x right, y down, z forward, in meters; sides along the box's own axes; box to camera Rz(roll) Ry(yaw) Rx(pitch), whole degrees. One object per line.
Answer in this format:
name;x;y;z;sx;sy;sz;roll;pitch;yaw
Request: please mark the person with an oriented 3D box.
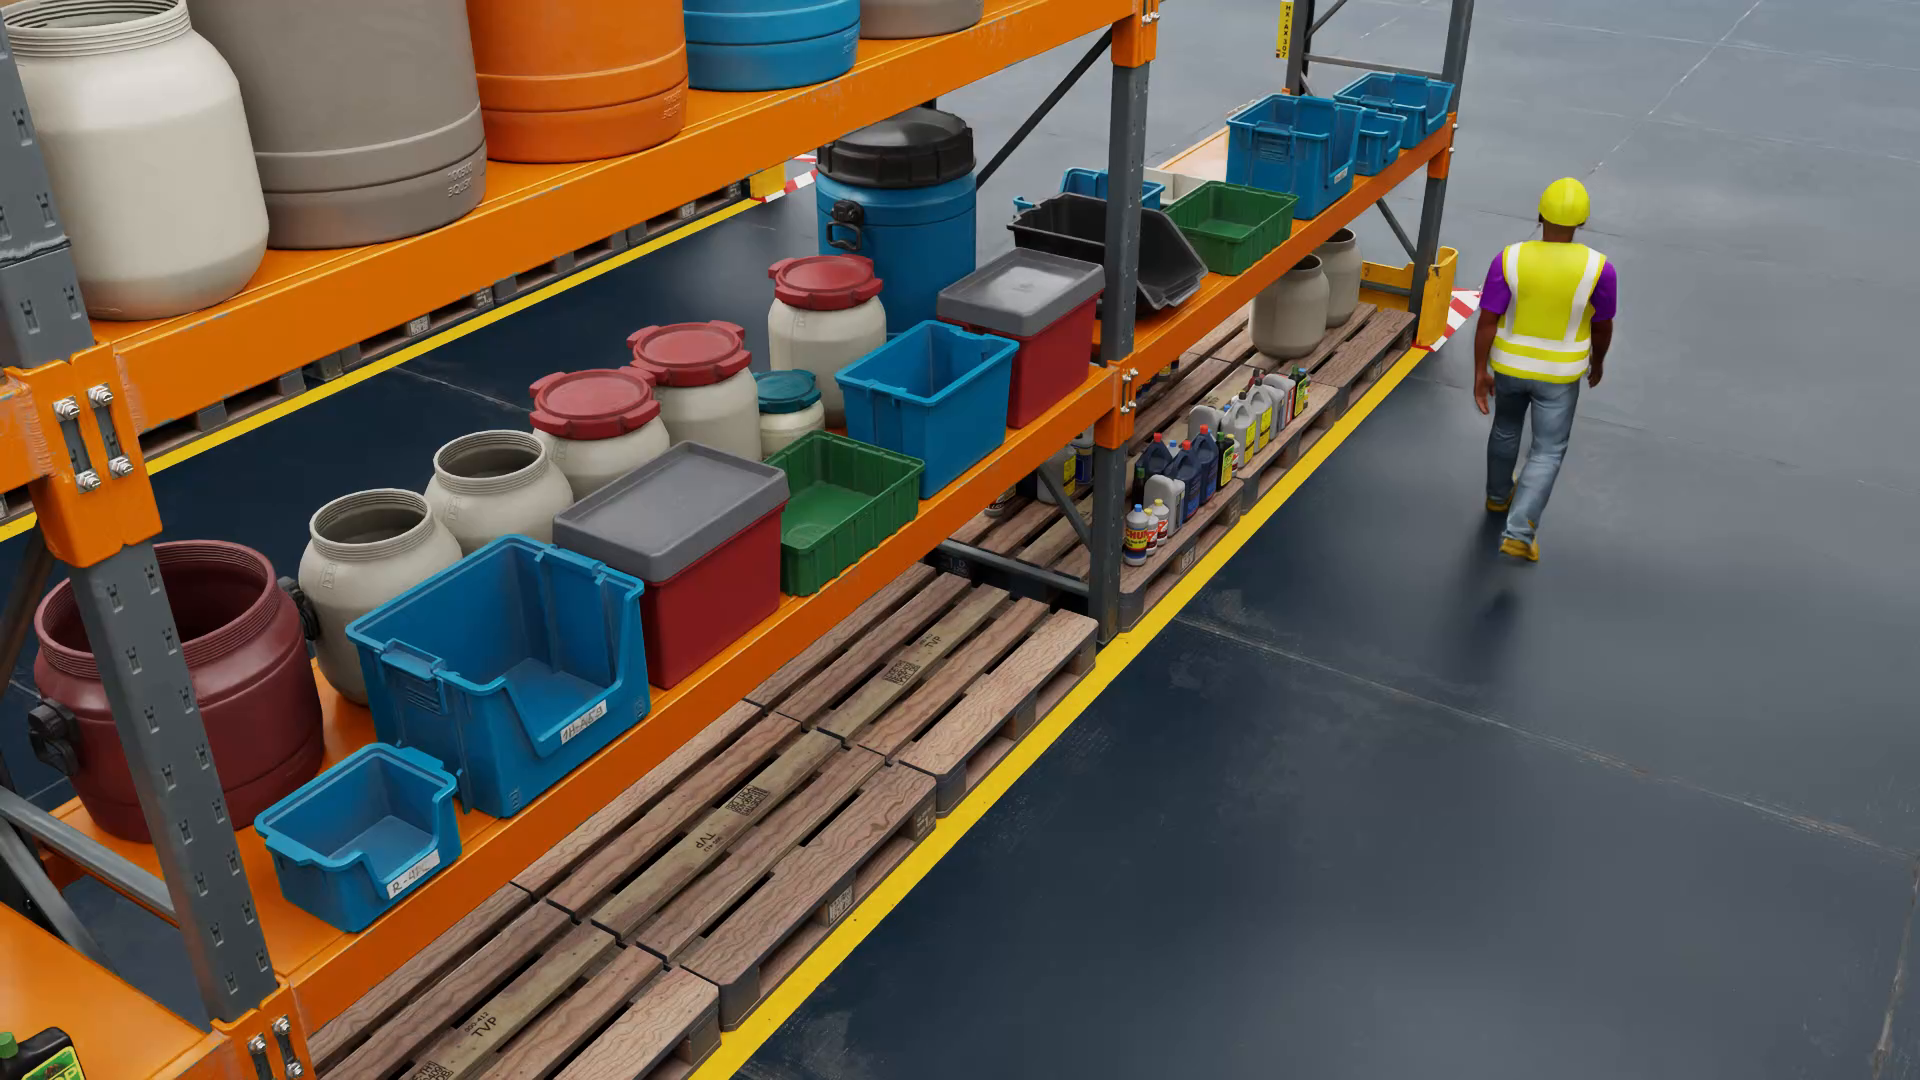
person;2.579;-0.773;7.428;0.551;1.733;0.992;16;34;25
